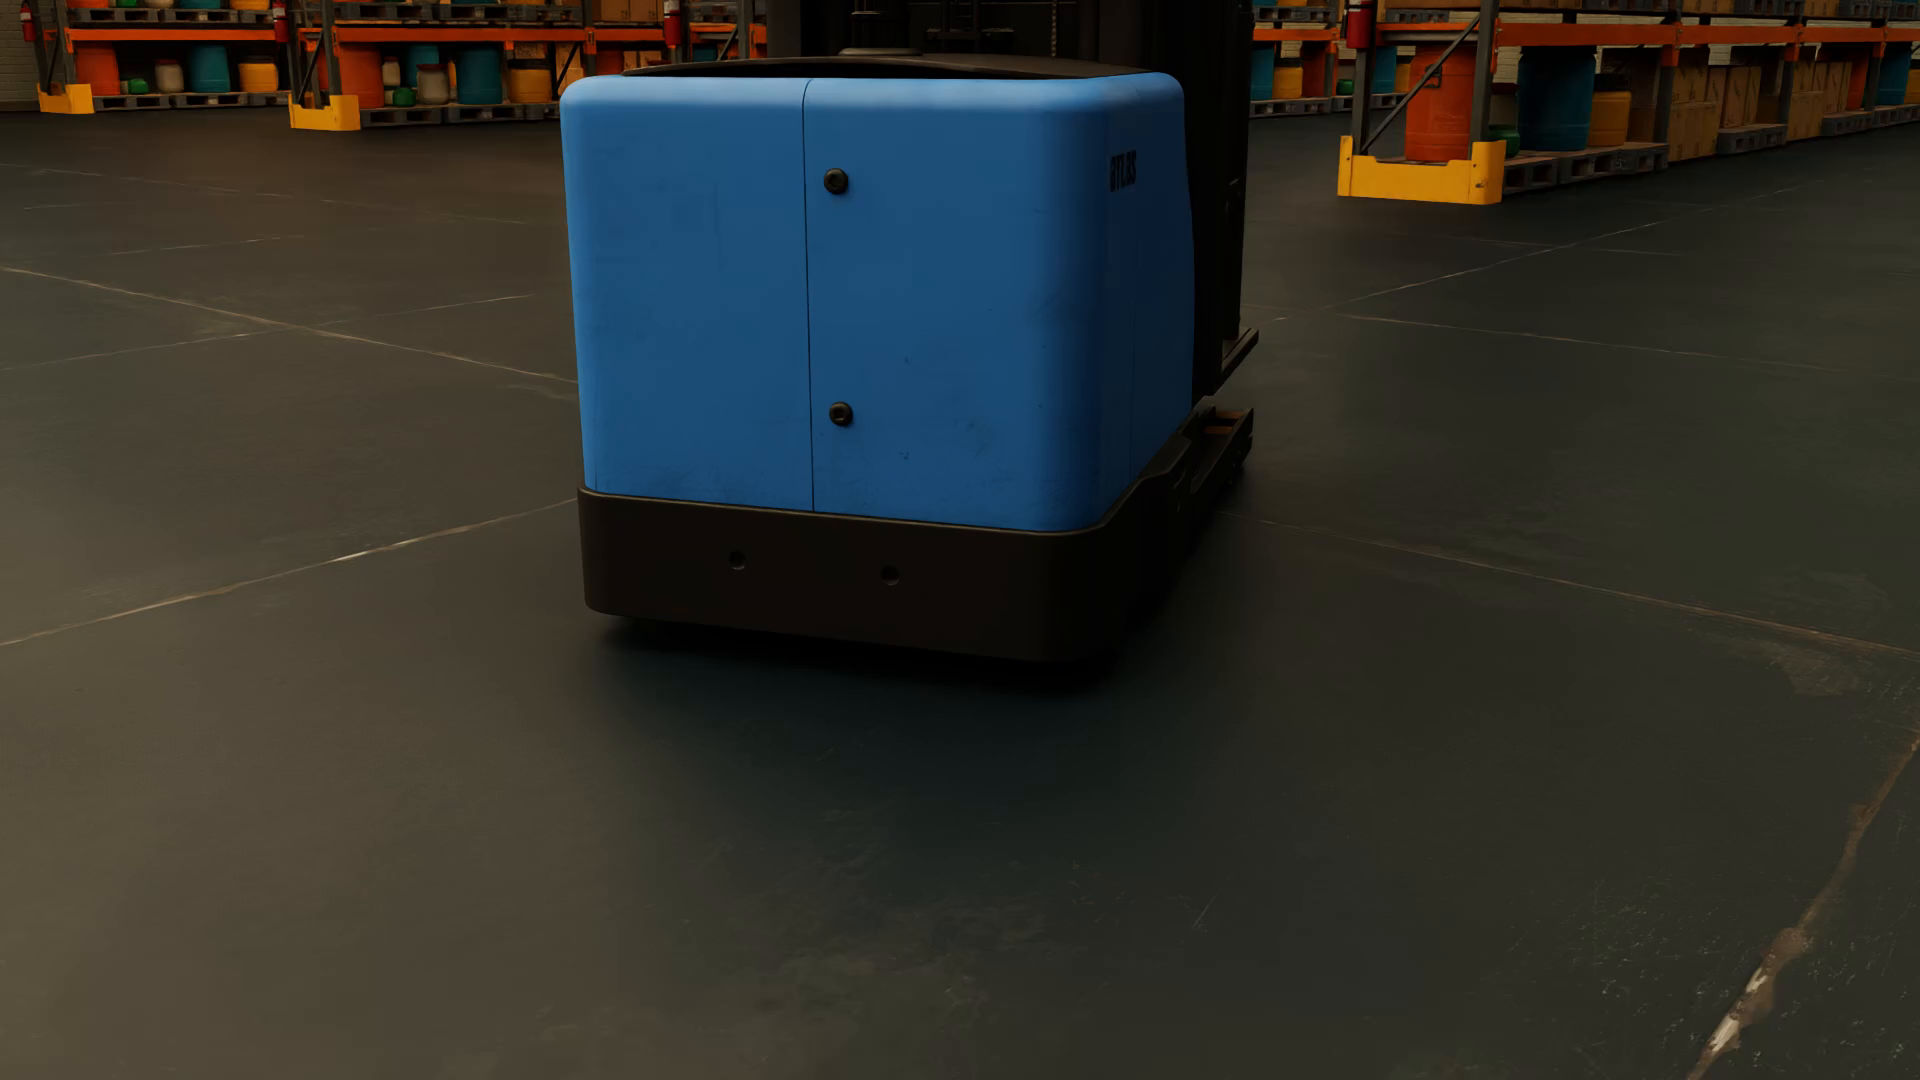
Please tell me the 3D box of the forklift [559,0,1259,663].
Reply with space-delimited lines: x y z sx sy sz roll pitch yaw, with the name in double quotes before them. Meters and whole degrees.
"forklift" 0.182 -1.571 4.072 1.130 2.935 3.031 5 18 17
